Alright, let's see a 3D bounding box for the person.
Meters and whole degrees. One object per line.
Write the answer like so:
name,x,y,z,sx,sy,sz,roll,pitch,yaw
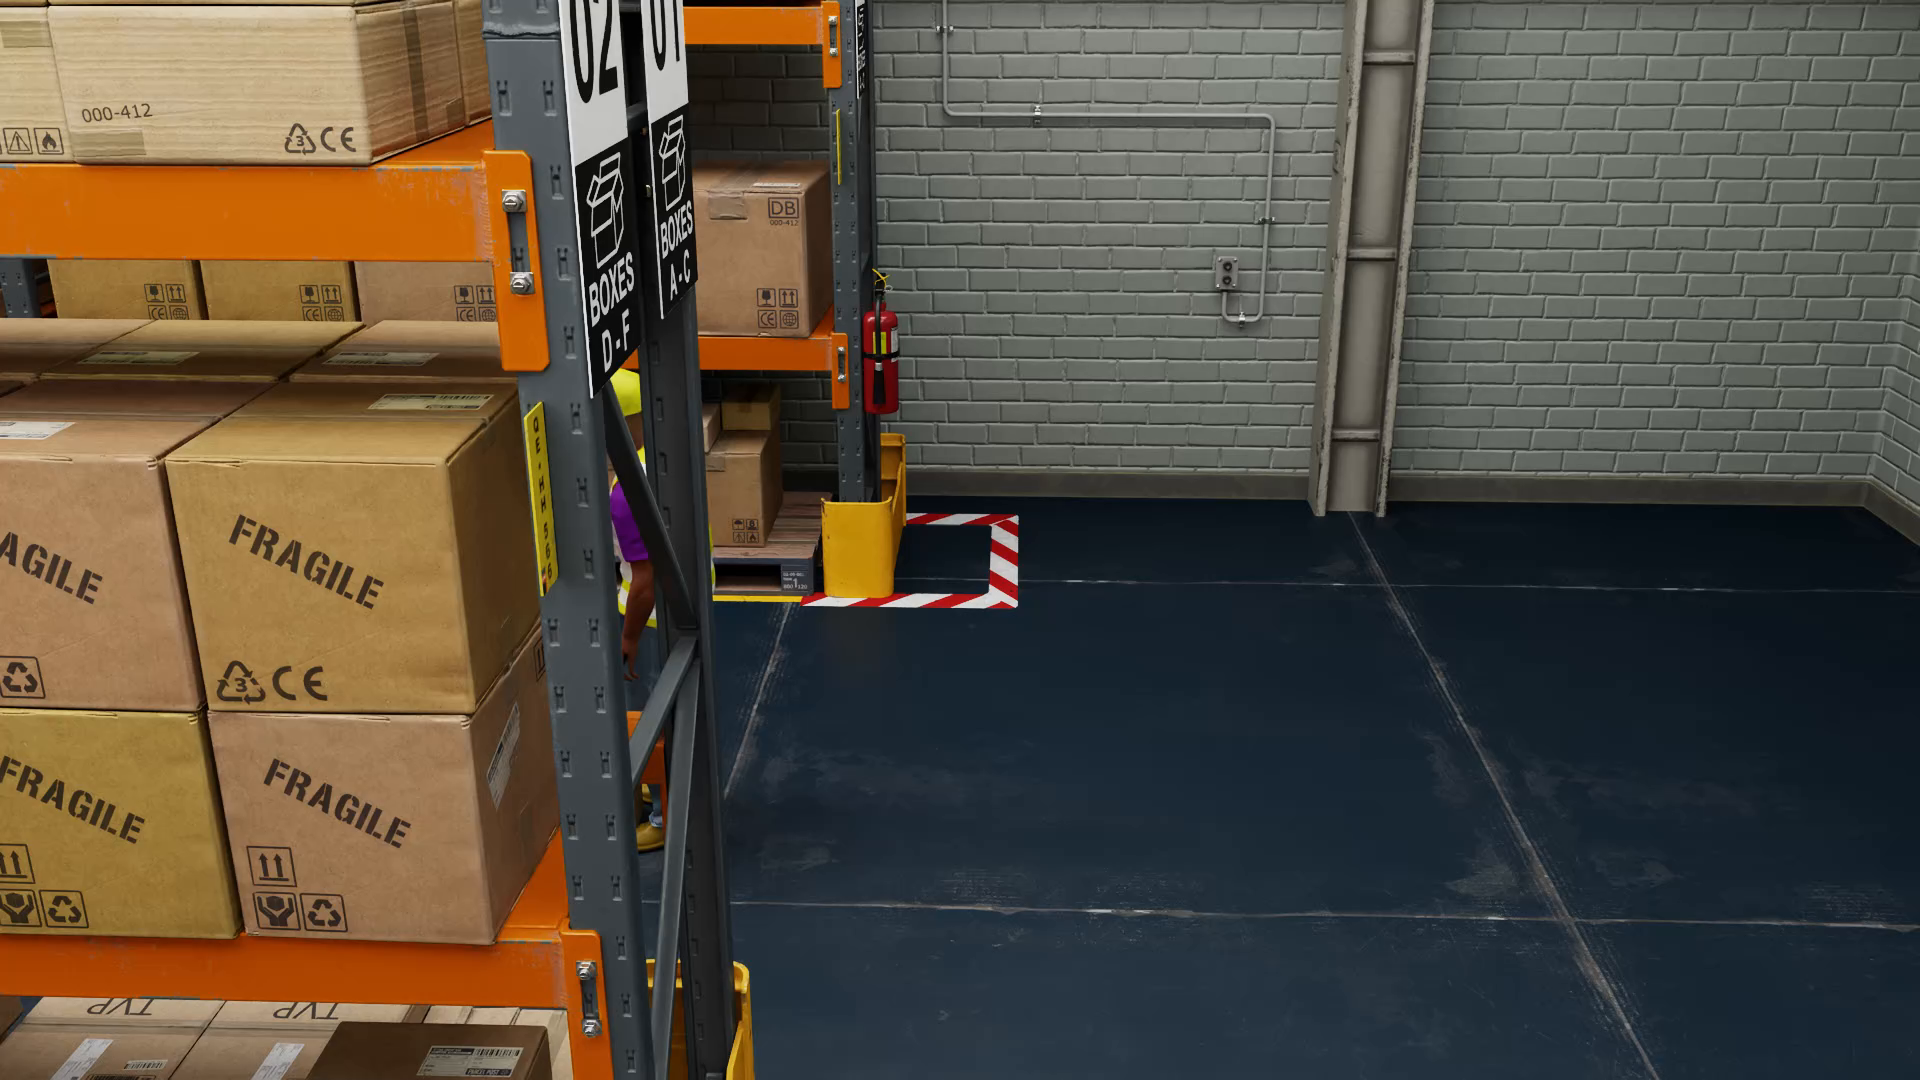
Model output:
person,-1.099,0.244,5.905,0.456,1.761,0.628,1,21,2
